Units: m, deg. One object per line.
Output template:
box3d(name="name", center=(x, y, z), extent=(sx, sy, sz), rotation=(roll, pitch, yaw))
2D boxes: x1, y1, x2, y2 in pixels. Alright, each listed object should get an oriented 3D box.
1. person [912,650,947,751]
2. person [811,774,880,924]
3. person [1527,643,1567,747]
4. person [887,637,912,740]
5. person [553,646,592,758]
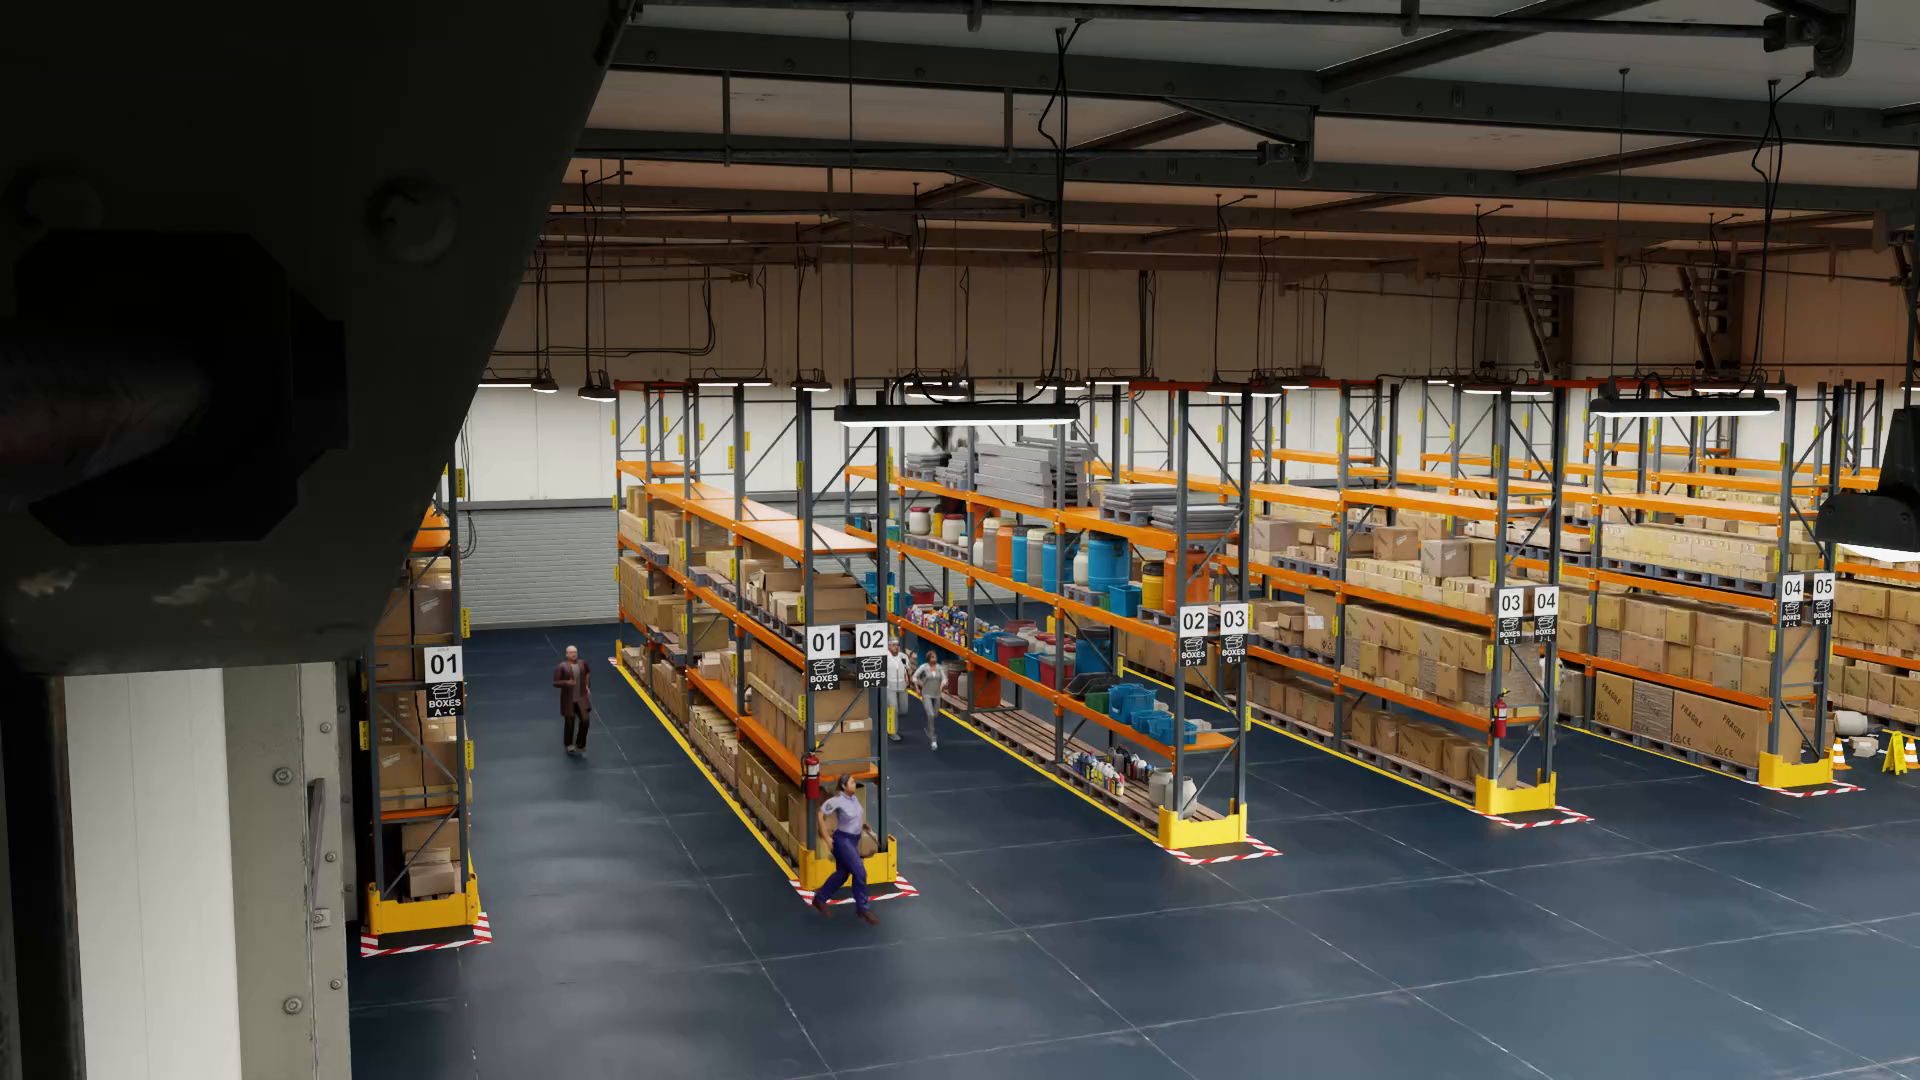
box3d(name="person", center=(-0.482, 2.619, 27.605), extent=(0.552, 1.615, 0.790), rotation=(-2, 7, -22))
box3d(name="person", center=(-1.270, 3.504, 19.052), extent=(0.858, 1.641, 0.610), rotation=(2, 6, 17))
box3d(name="person", center=(9.851, 2.561, 27.901), extent=(0.590, 1.735, 0.791), rotation=(-3, 7, -26))
box3d(name="person", center=(-1.122, 2.488, 28.178), extent=(0.667, 1.734, 0.695), rotation=(-2, 6, -19))
box3d(name="person", center=(-6.221, 2.616, 26.847), extent=(0.681, 1.826, 0.749), rotation=(-3, 7, -28))
